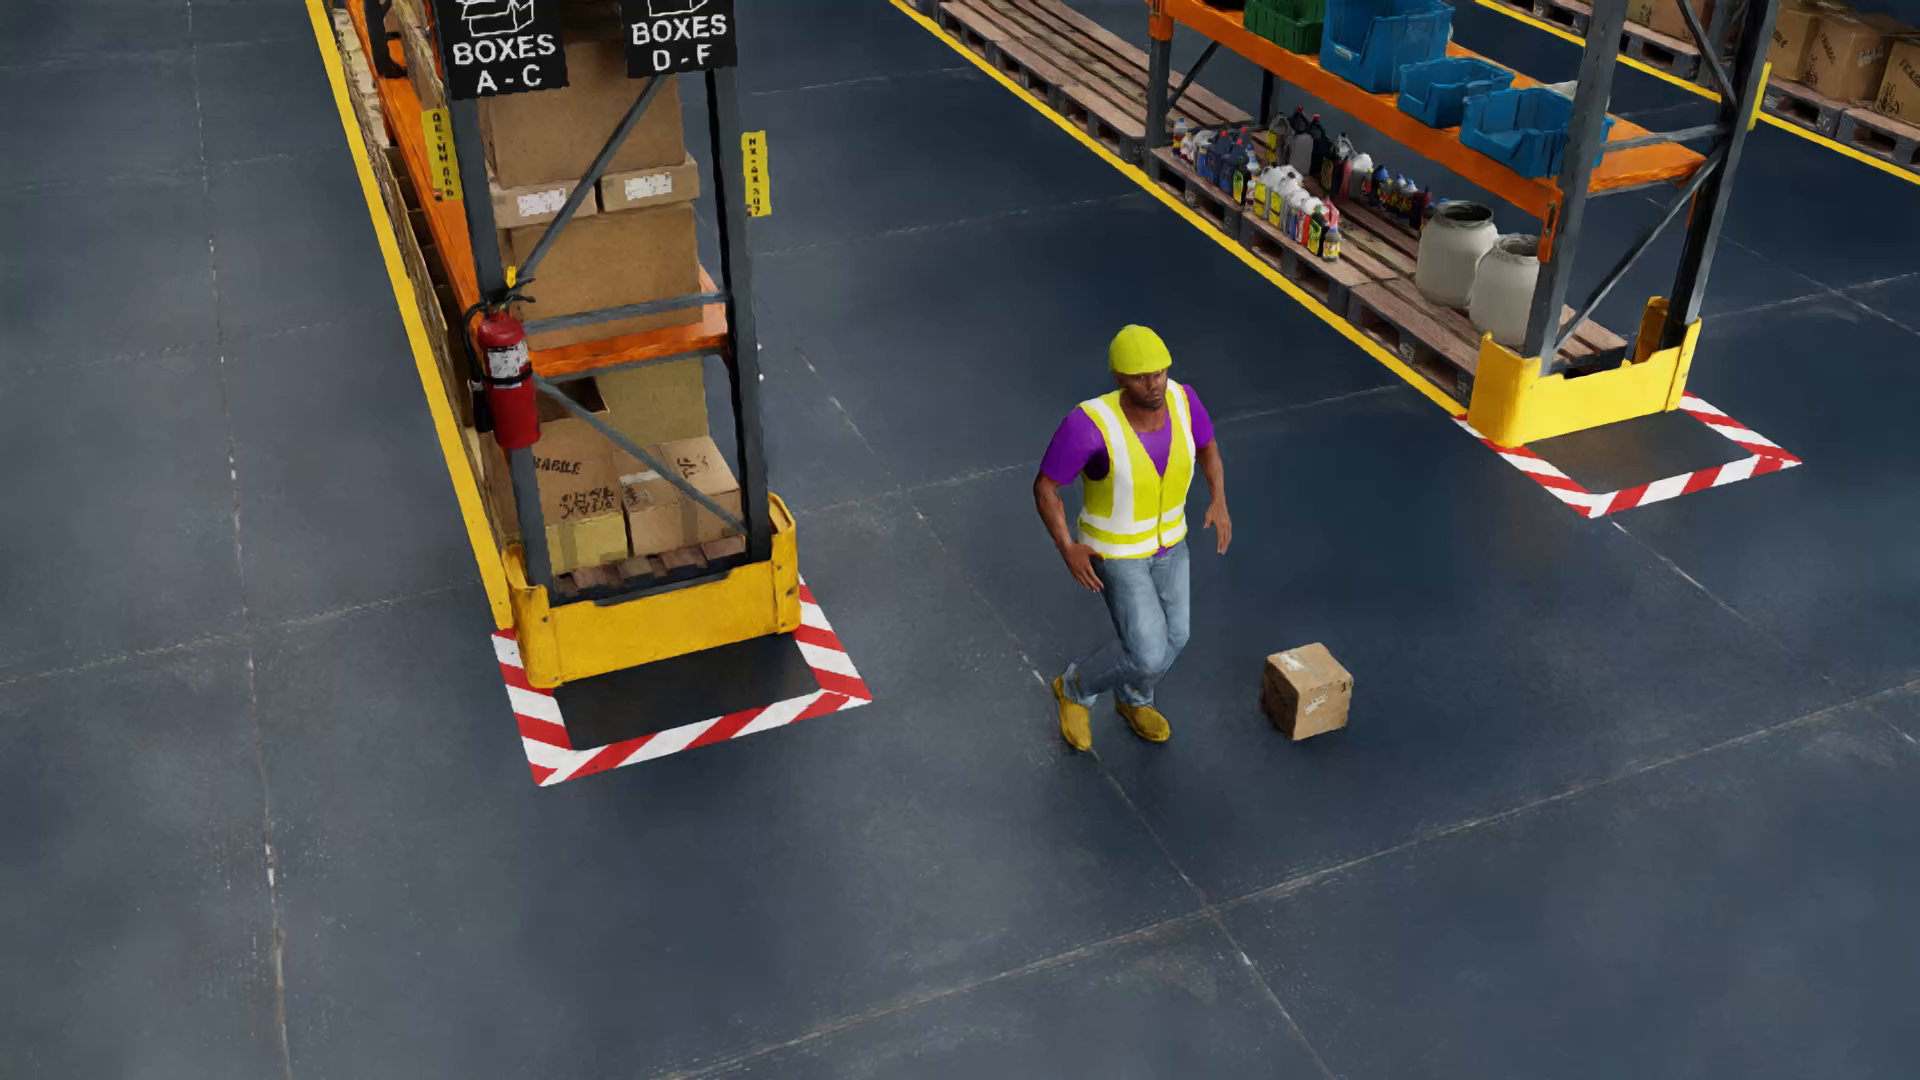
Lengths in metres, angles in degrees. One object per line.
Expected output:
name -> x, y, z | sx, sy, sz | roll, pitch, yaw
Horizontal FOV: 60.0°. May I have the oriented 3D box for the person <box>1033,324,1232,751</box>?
person -> 0.685, 0.013, 6.132 | 0.750, 1.732, 0.523 | -23, 40, -31
